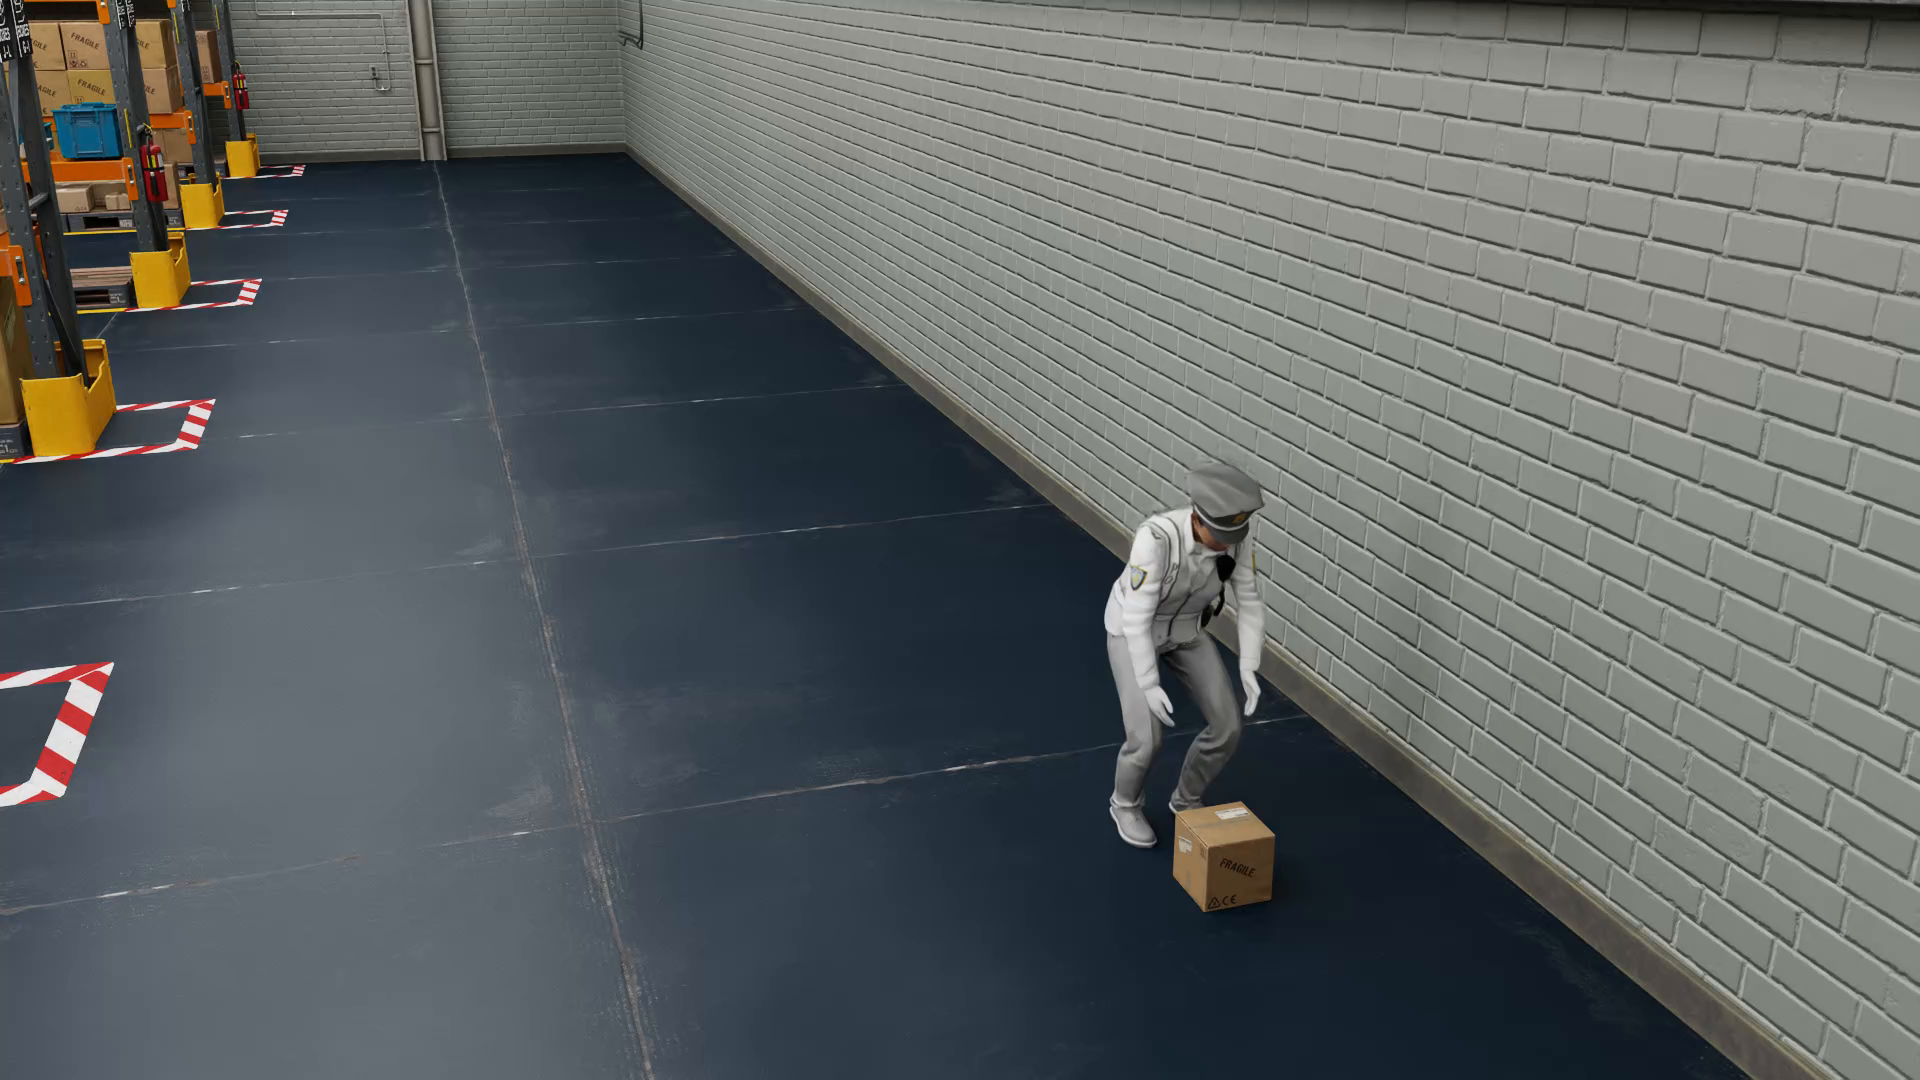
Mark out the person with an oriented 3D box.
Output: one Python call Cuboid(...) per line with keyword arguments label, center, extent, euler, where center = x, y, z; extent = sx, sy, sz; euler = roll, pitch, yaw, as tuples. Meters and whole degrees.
Cuboid(label="person", center=(0.792, 0.392, 5.820), extent=(0.534, 1.429, 0.673), euler=(-6, 20, -17))
